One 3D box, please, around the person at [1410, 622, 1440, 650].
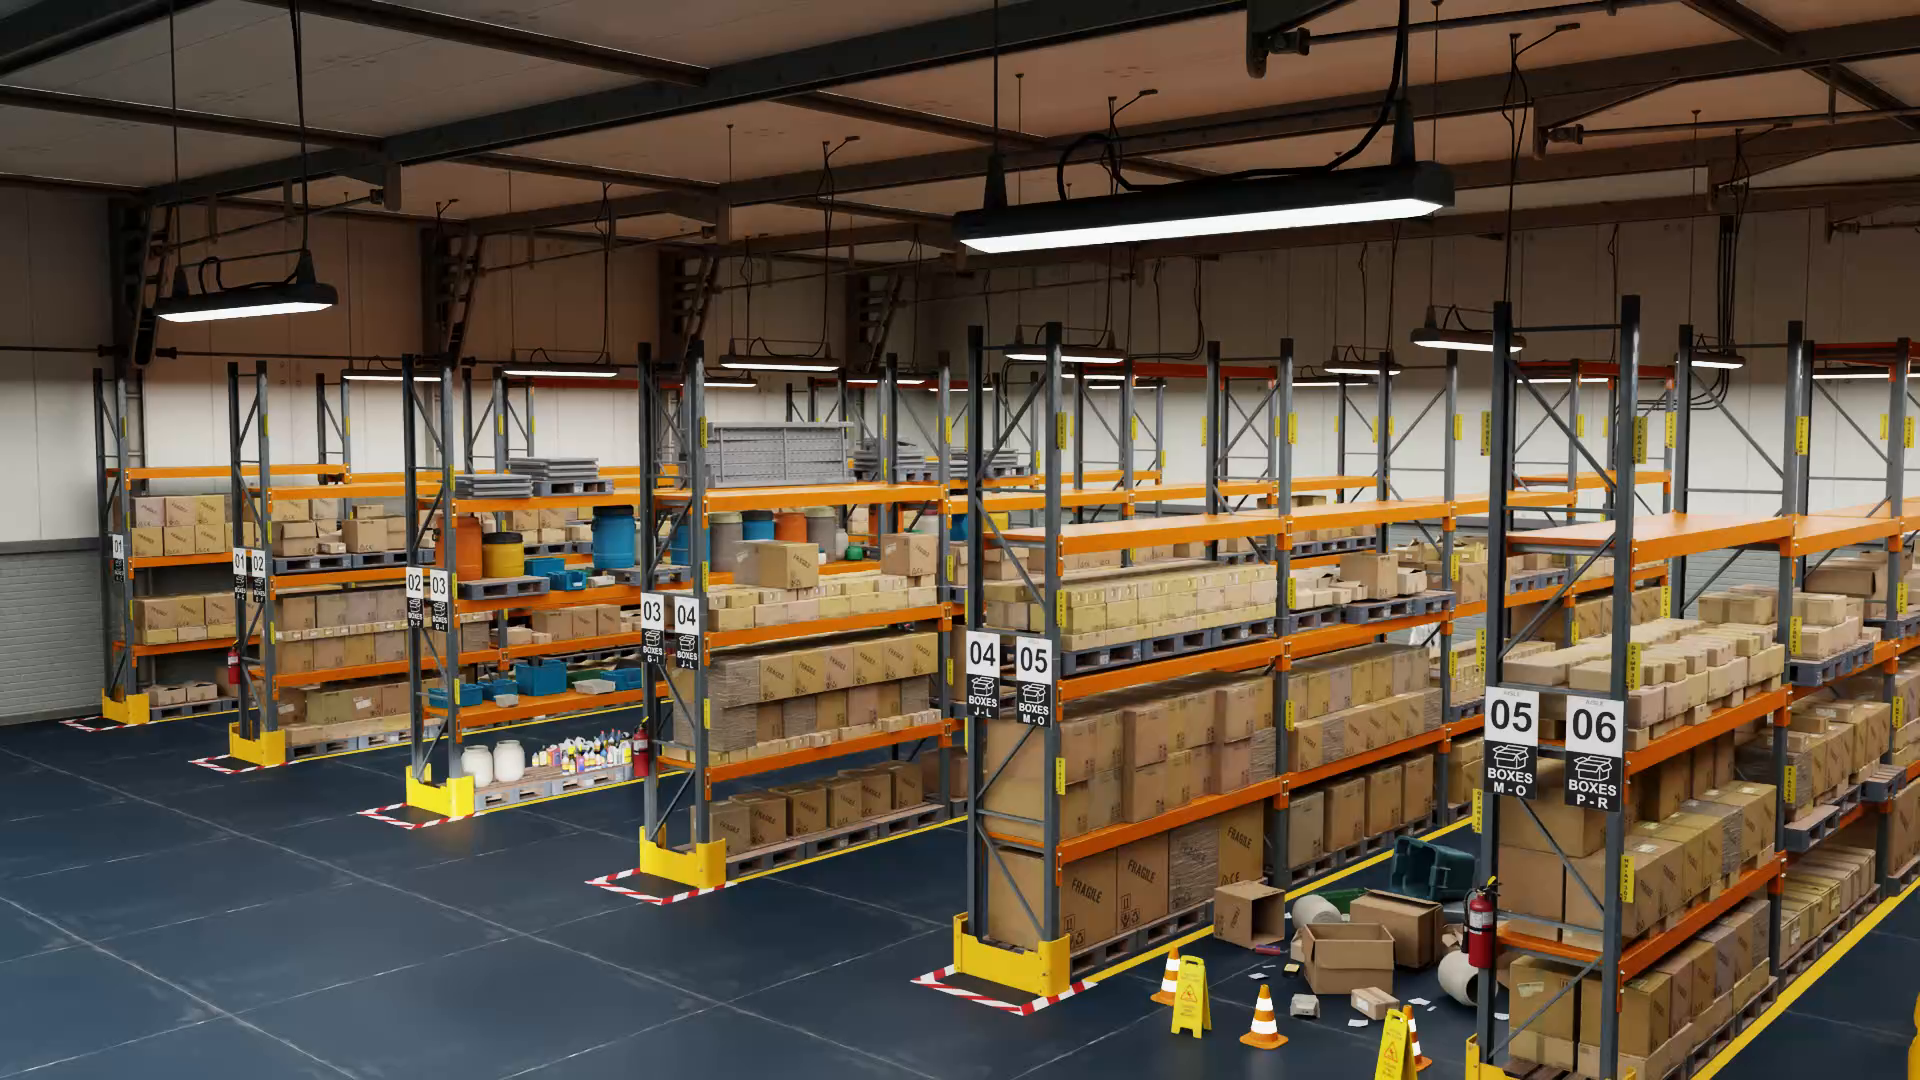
[{"bbox_3d":[8.833,2.003,31.674,0.595,1.639,1.001,0,4,1],"label":"person"}]
